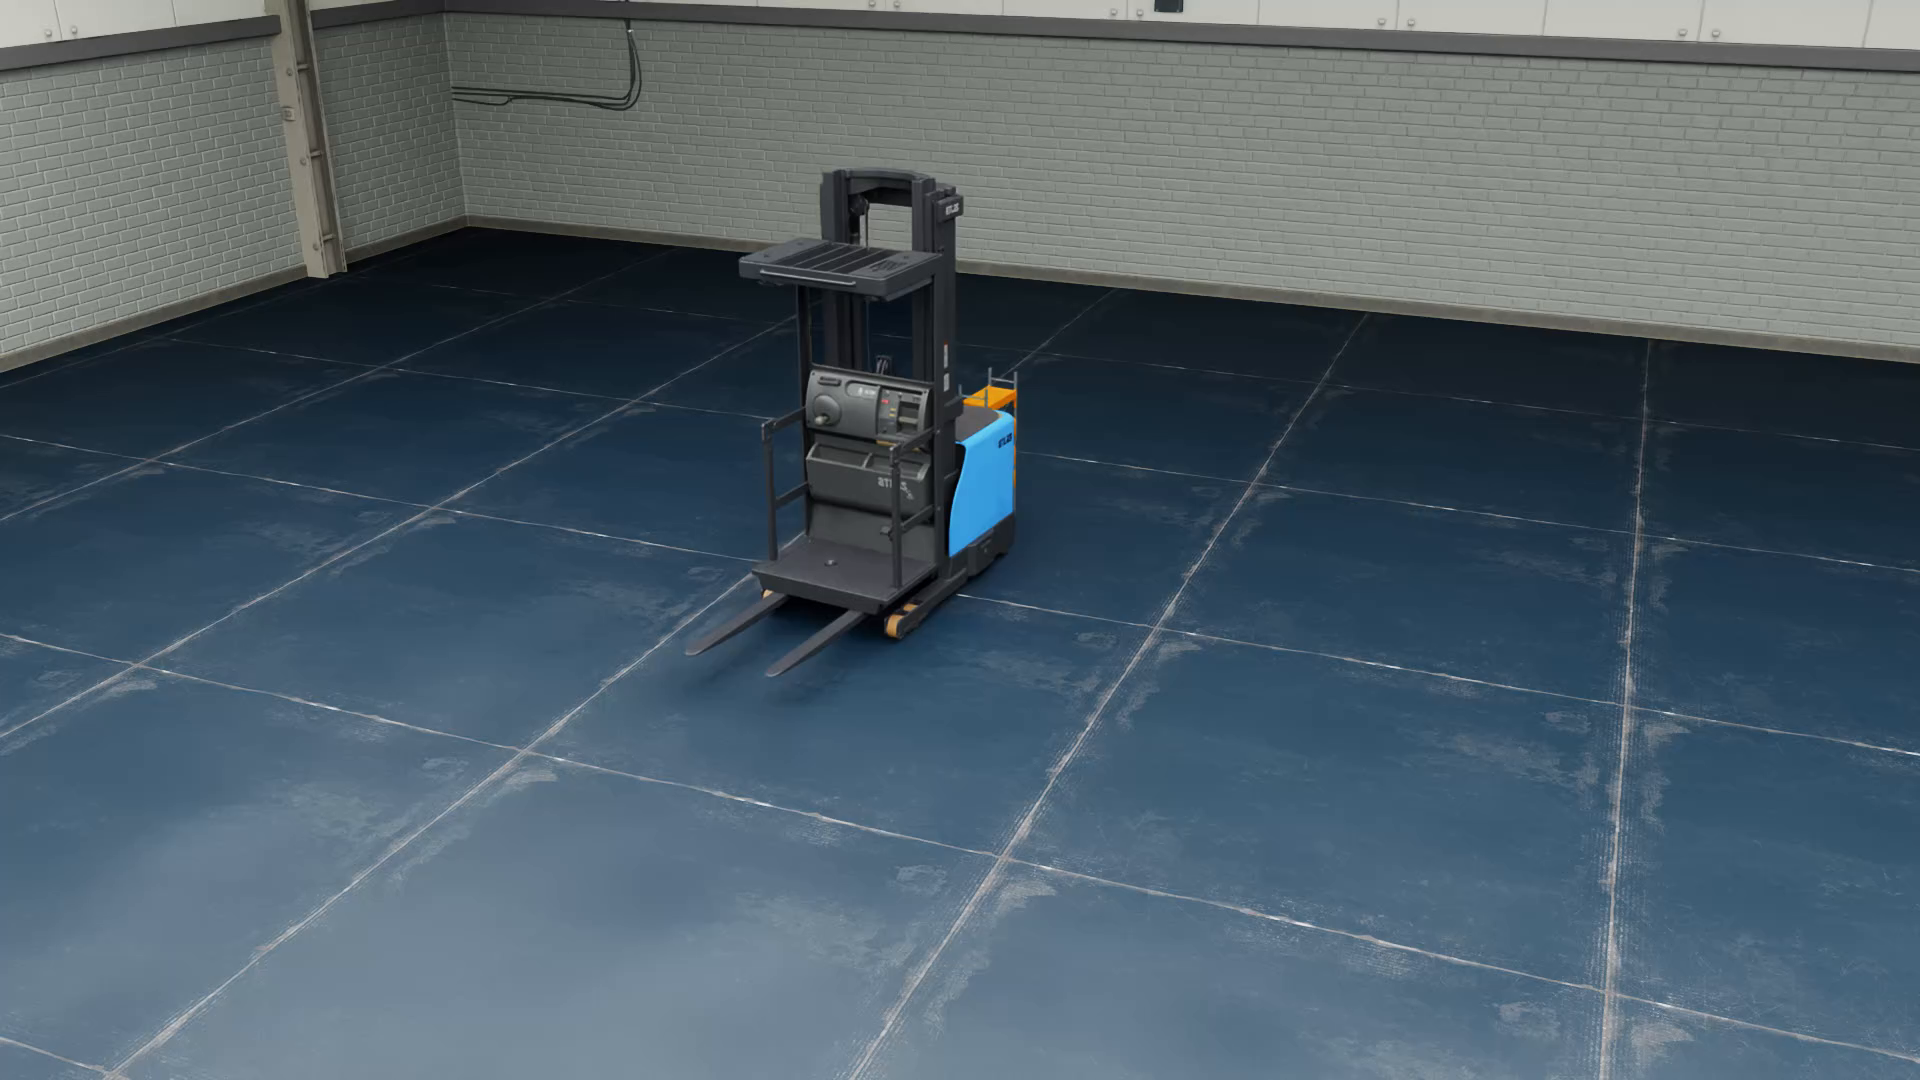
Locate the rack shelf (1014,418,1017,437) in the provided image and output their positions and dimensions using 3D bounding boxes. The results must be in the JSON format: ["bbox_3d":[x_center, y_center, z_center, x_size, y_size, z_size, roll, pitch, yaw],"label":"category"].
[{"bbox_3d":[0.214,-0.814,12.737,0.258,0.148,0.480,12,25,26],"label":"rack shelf"}]

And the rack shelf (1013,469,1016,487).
[{"bbox_3d":[0.214,-0.425,12.900,0.258,0.148,0.480,12,25,26],"label":"rack shelf"}]

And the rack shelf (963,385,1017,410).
[{"bbox_3d":[0.214,-1.033,12.646,0.258,0.148,0.480,12,25,26],"label":"rack shelf"}]

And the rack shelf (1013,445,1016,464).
[{"bbox_3d":[0.214,-0.608,12.823,0.258,0.148,0.480,12,25,26],"label":"rack shelf"}]

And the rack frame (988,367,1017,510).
[{"bbox_3d":[0.329,-0.753,12.996,0.240,1.200,0.015,12,25,26],"label":"rack frame"}]

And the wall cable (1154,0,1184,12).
[{"bbox_3d":[3.257,-8.534,17.094,2.305,6.003,0.169,9,24,20],"label":"wall cable"}]

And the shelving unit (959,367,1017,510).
[{"bbox_3d":[0.214,-0.670,12.797,0.258,1.200,0.503,12,25,26],"label":"shelving unit"}]

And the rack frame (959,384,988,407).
[{"bbox_3d":[0.099,-0.587,12.599,0.240,1.200,0.015,12,25,26],"label":"rack frame"}]

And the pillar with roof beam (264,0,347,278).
[{"bbox_3d":[-3.876,-6.849,17.471,9.100,9.000,0.400,9,24,20],"label":"pillar with roof beam"}]

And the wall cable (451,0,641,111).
[{"bbox_3d":[-5.551,-6.897,21.616,3.097,2.526,0.112,9,24,20],"label":"wall cable"}]

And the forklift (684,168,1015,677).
[{"bbox_3d":[-0.728,-0.885,11.066,1.130,2.935,3.031,12,25,26],"label":"forklift"}]
